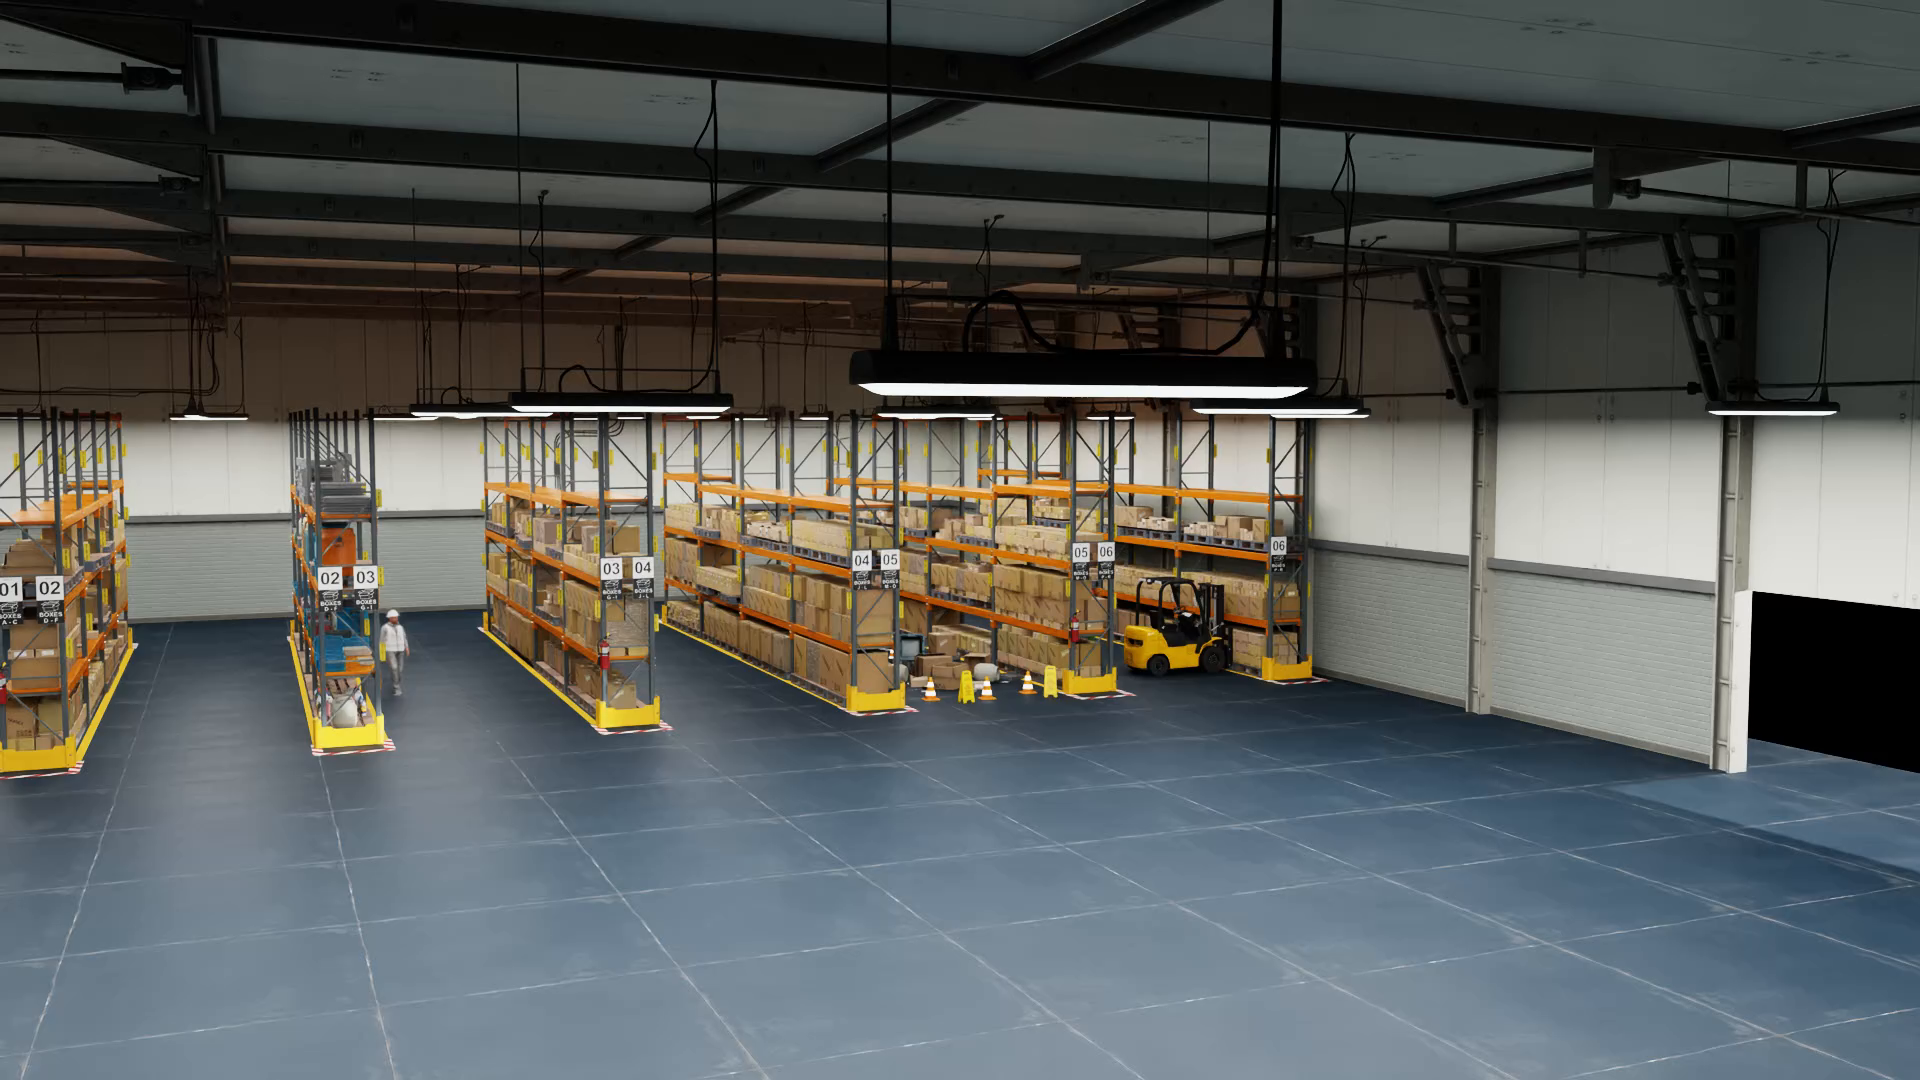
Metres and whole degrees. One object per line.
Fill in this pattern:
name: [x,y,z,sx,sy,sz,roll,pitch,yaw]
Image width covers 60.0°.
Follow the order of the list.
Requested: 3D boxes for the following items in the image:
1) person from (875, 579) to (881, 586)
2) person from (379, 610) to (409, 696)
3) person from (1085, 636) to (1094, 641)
person: [-2.091,1.769,42.263,0.474,1.551,0.446,-2,5,-31]
person: [-11.948,2.388,35.322,0.768,1.775,0.571,4,5,42]
person: [2.985,2.027,39.843,0.559,1.759,0.700,-2,5,-29]
